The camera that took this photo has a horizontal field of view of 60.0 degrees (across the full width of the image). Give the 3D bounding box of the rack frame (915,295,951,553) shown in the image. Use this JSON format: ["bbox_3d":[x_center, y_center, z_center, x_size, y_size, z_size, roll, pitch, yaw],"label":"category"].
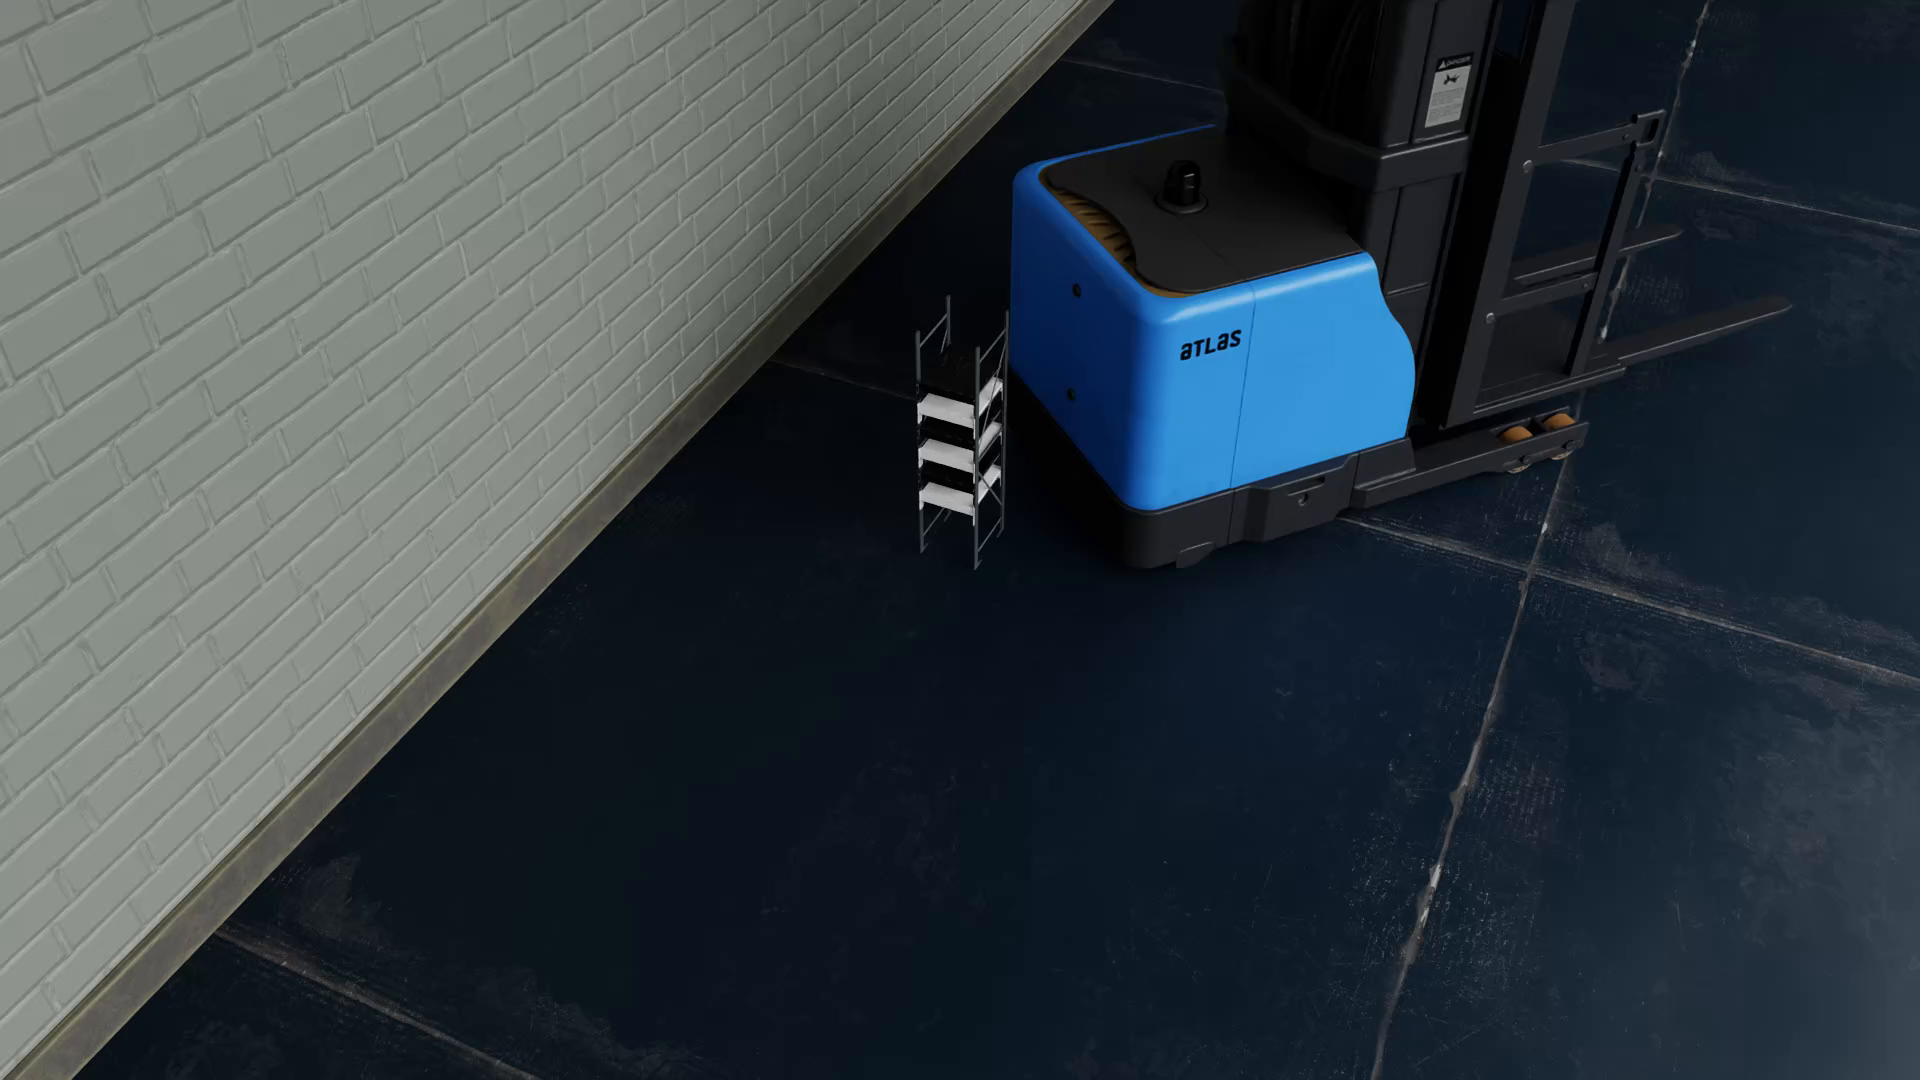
[{"bbox_3d":[-0.085,-0.366,5.485,0.006,0.900,0.240,17,44,19],"label":"rack frame"}]

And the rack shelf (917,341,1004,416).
[{"bbox_3d":[0.007,-0.517,5.298,0.200,0.077,0.258,17,44,19],"label":"rack shelf"}]

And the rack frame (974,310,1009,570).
[{"bbox_3d":[0.099,-0.310,5.420,0.006,0.900,0.240,17,44,19],"label":"rack frame"}]

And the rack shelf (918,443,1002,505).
[{"bbox_3d":[0.007,-0.245,5.533,0.200,0.077,0.258,17,44,19],"label":"rack shelf"}]

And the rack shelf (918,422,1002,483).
[{"bbox_3d":[0.007,-0.313,5.474,0.200,0.077,0.258,17,44,19],"label":"rack shelf"}]

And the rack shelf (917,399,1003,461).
[{"bbox_3d":[0.007,-0.381,5.416,0.200,0.077,0.258,17,44,19],"label":"rack shelf"}]

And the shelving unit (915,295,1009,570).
[{"bbox_3d":[0.007,-0.338,5.453,0.210,0.900,0.258,17,44,19],"label":"shelving unit"}]

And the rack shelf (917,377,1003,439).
[{"bbox_3d":[0.007,-0.449,5.357,0.200,0.077,0.258,17,44,19],"label":"rack shelf"}]

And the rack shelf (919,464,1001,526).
[{"bbox_3d":[0.007,-0.177,5.592,0.200,0.077,0.258,17,44,19],"label":"rack shelf"}]

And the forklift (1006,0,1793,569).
[{"bbox_3d":[1.725,-1.651,5.417,3.031,2.935,1.130,-16,43,-18],"label":"forklift"}]
